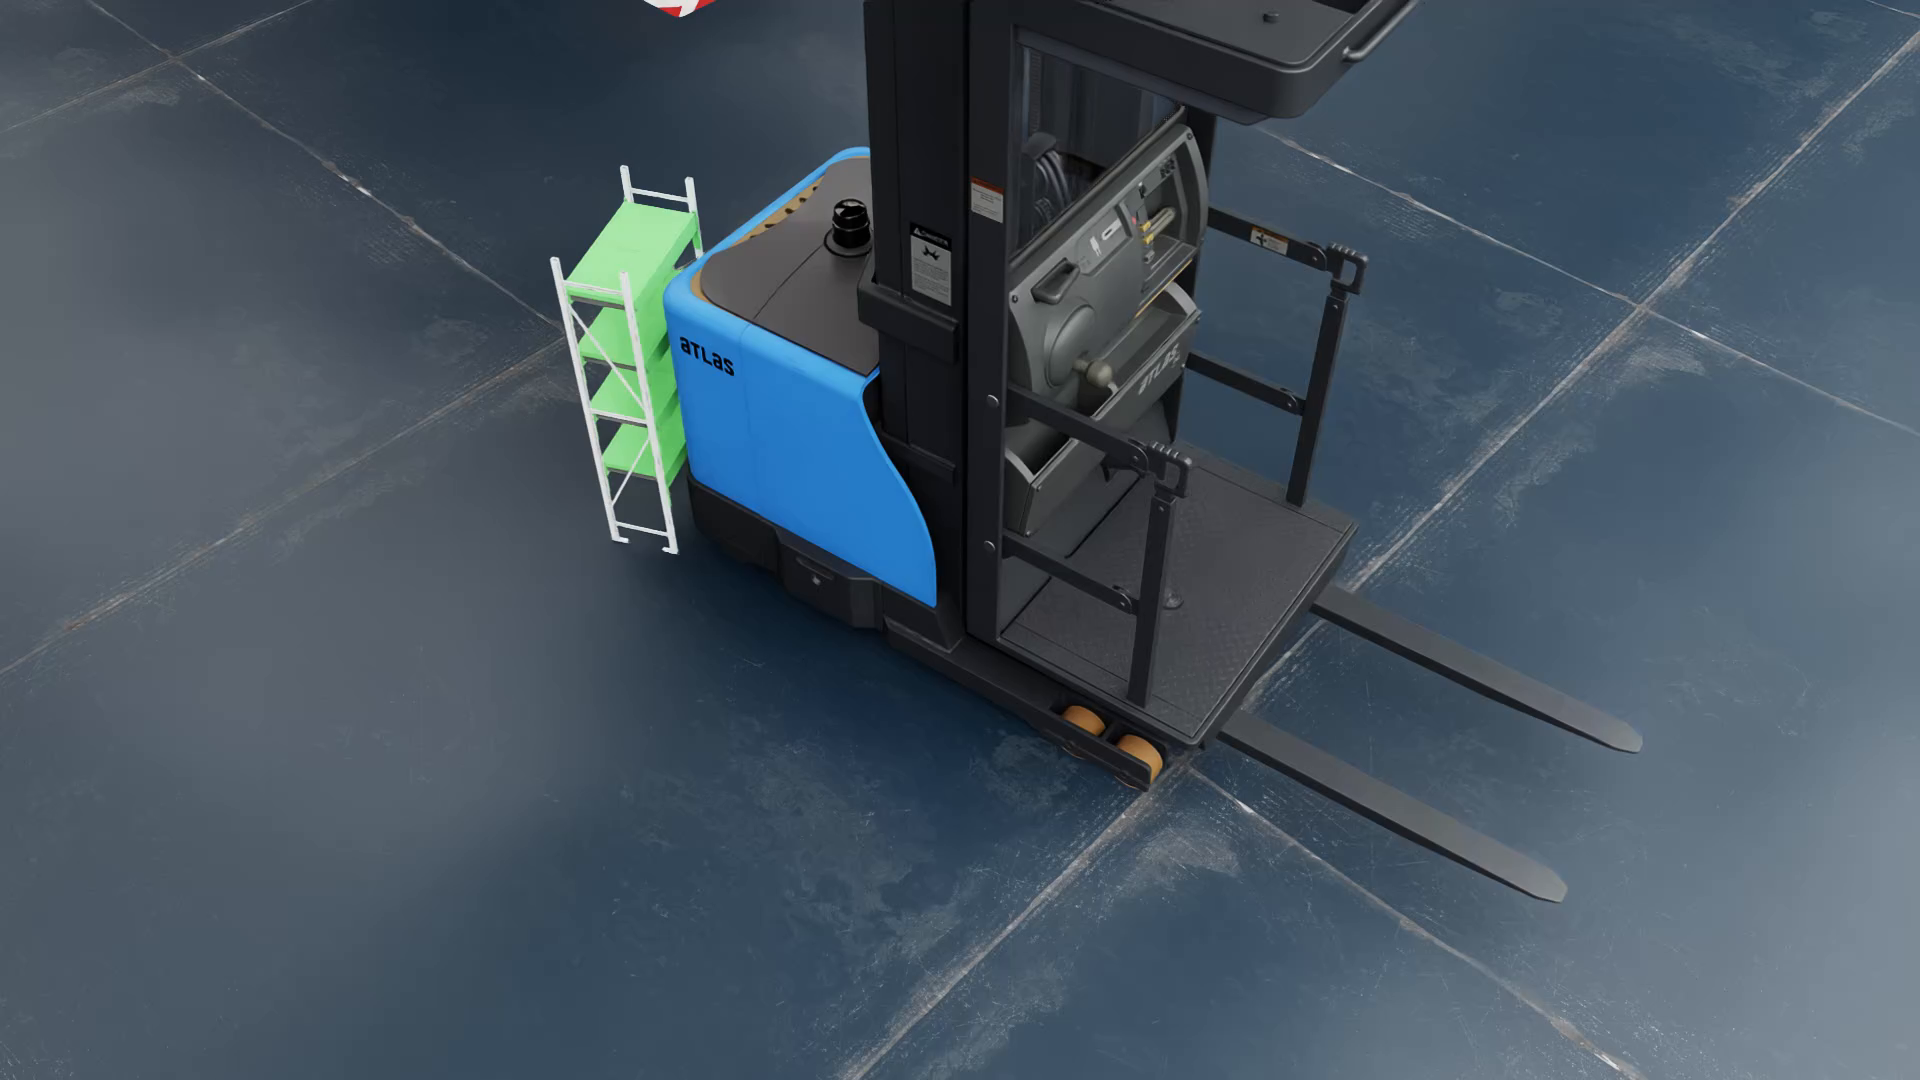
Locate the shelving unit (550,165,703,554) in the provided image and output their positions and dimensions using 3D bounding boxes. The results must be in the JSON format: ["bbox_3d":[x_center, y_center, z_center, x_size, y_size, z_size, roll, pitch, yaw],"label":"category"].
[{"bbox_3d":[-1.015,-0.562,5.455,0.258,1.200,0.503,12,48,11],"label":"shelving unit"}]

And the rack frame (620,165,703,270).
[{"bbox_3d":[-0.946,-0.732,5.615,0.240,1.200,0.015,12,48,11],"label":"rack frame"}]

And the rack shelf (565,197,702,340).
[{"bbox_3d":[-1.015,-0.847,5.151,0.258,0.148,0.480,12,48,11],"label":"rack shelf"}]

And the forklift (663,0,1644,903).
[{"bbox_3d":[0.584,-0.696,4.393,3.031,2.935,1.130,27,52,23],"label":"forklift"}]

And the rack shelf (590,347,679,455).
[{"bbox_3d":[-1.015,-0.518,5.501,0.258,0.148,0.480,12,48,11],"label":"rack shelf"}]

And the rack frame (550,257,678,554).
[{"bbox_3d":[-1.085,-0.391,5.294,0.240,1.200,0.015,12,48,11],"label":"rack frame"}]

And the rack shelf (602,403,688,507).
[{"bbox_3d":[-1.015,-0.354,5.676,0.258,0.148,0.480,12,48,11],"label":"rack shelf"}]

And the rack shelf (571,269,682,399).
[{"bbox_3d":[-1.015,-0.682,5.326,0.258,0.148,0.480,12,48,11],"label":"rack shelf"}]
